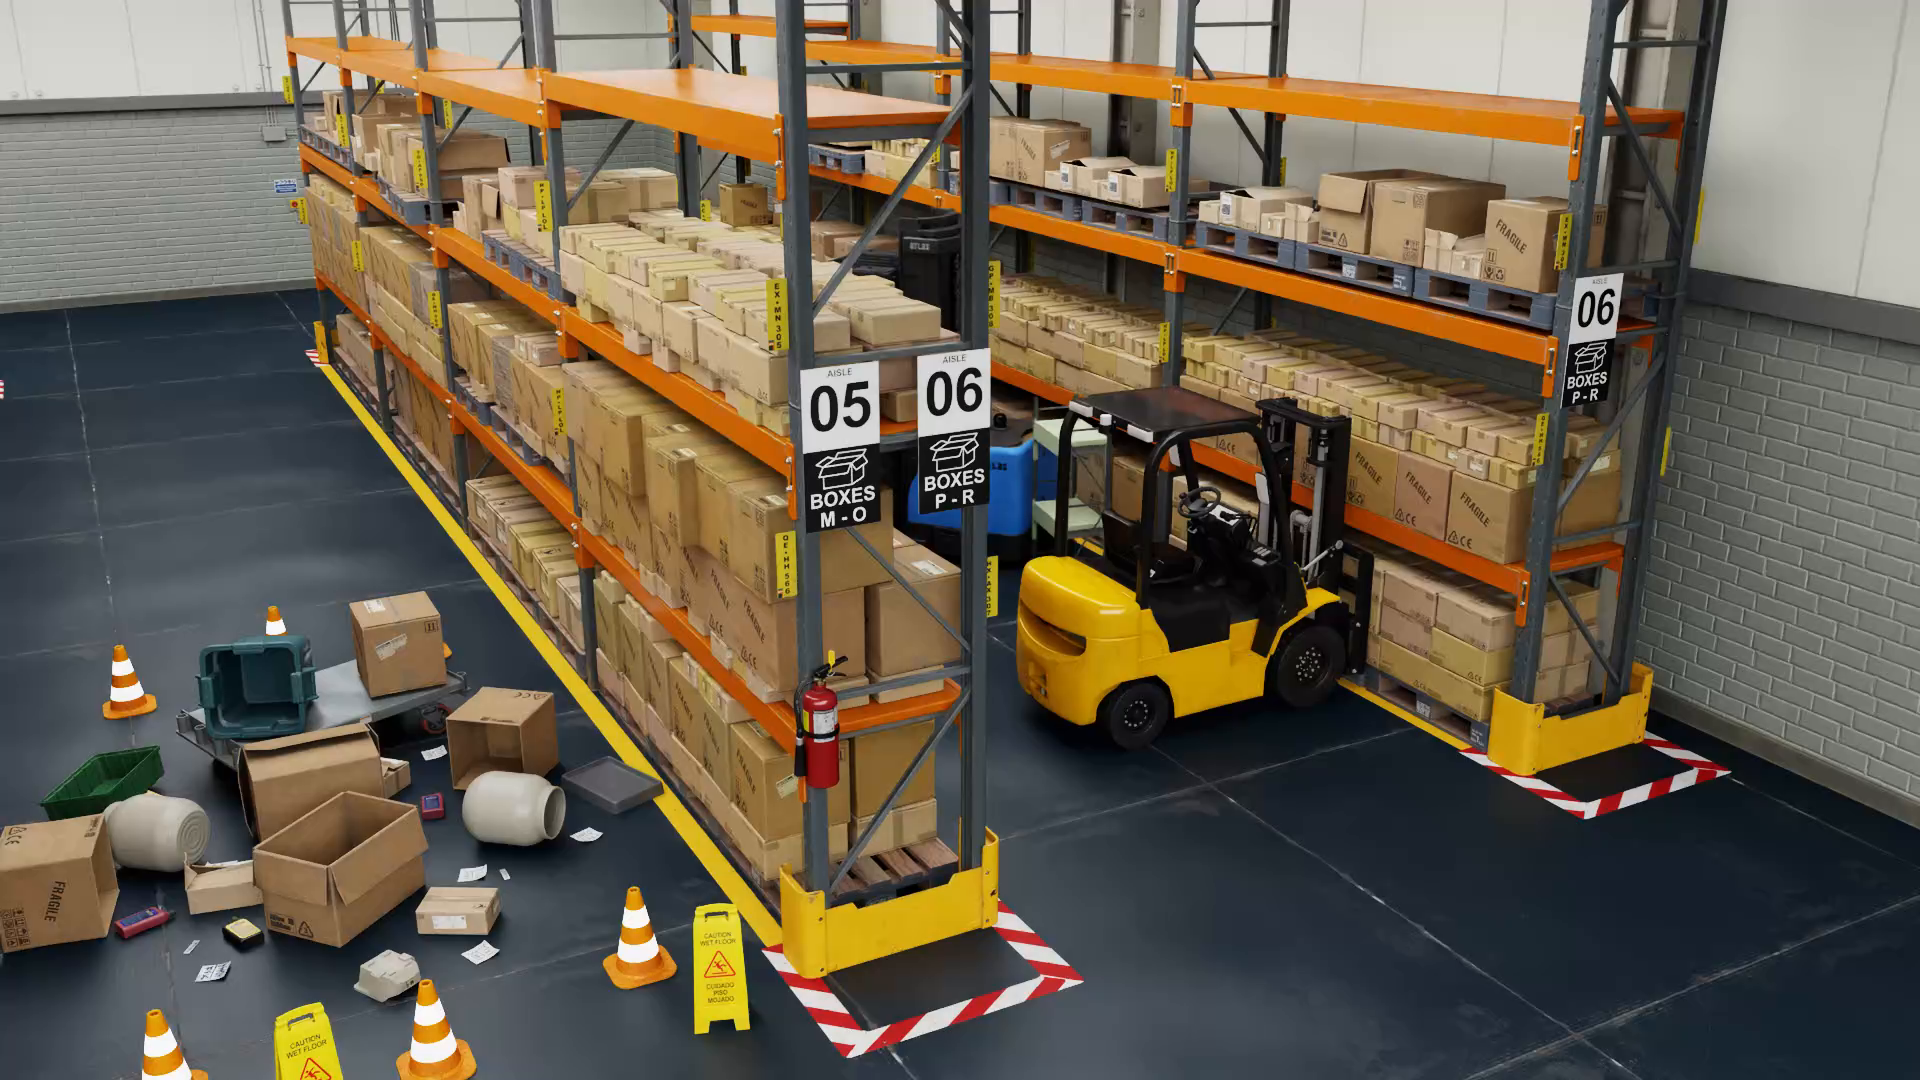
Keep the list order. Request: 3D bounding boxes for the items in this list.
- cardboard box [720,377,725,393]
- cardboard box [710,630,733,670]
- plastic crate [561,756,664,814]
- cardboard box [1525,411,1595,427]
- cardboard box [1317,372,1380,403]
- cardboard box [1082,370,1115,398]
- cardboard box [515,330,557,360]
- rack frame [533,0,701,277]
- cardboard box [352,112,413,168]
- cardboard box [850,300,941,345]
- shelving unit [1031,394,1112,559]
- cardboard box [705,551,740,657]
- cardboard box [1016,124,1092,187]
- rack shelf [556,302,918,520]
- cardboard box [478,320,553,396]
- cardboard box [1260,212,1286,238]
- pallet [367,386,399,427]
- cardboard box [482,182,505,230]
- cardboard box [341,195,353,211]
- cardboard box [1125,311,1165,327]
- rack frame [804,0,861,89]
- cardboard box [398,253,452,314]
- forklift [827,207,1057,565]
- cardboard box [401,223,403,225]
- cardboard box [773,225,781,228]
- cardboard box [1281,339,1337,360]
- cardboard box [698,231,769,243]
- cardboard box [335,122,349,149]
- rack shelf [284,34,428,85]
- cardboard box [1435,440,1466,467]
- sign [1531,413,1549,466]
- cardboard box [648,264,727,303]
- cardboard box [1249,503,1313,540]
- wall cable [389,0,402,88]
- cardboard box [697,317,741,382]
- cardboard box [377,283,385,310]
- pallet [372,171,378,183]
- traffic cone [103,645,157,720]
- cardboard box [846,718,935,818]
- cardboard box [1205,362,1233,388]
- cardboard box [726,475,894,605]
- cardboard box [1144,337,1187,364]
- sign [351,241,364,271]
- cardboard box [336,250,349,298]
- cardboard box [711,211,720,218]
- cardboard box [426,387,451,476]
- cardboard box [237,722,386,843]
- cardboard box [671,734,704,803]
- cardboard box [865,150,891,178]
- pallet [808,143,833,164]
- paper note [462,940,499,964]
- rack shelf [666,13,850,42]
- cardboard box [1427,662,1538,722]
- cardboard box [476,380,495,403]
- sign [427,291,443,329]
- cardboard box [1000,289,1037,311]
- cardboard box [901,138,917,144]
[{"bbox_3d":[-1.050,-0.855,8.797,0.380,0.149,0.250,-10,21,-26],"label":"cardboard box"},{"bbox_3d":[-1.165,0.577,9.245,0.380,0.149,0.250,-10,21,-26],"label":"cardboard box"},{"bbox_3d":[-2.205,1.544,10.534,0.583,0.080,0.402,16,25,39],"label":"plastic crate"},{"bbox_3d":[3.995,-0.745,11.089,0.380,0.149,0.250,-9,21,-25],"label":"cardboard box"},{"bbox_3d":[2.844,-1.114,12.159,0.380,0.149,0.250,-10,21,-26],"label":"cardboard box"},{"bbox_3d":[1.425,-1.360,14.705,0.500,0.250,0.500,-10,21,-27],"label":"cardboard box"},{"bbox_3d":[-3.136,-1.475,12.561,0.380,0.149,0.250,-11,22,-29],"label":"cardboard box"},{"bbox_3d":[-2.229,-3.250,10.753,1.000,3.000,0.127,-10,21,-27],"label":"rack frame"},{"bbox_3d":[-5.864,-4.076,16.950,0.500,0.500,0.500,-10,22,-28],"label":"cardboard box"},{"bbox_3d":[-0.319,-1.075,8.213,0.380,0.149,0.250,-10,21,-27],"label":"cardboard box"},{"bbox_3d":[0.929,-0.398,13.986,0.431,1.500,0.755,-6,20,-17],"label":"shelving unit"},{"bbox_3d":[-1.063,0.289,9.086,0.500,0.500,0.500,-10,21,-27],"label":"cardboard box"},{"bbox_3d":[0.851,-3.505,15.142,0.500,0.500,0.500,-9,21,-25],"label":"cardboard box"},{"bbox_3d":[-1.279,-0.918,9.696,1.077,0.370,4.000,-10,21,-27],"label":"rack shelf"},{"bbox_3d":[-3.606,-1.484,13.579,0.500,0.500,0.500,-10,21,-26],"label":"cardboard box"},{"bbox_3d":[2.449,-2.332,12.281,0.380,0.149,0.250,-9,21,-25],"label":"cardboard box"},{"bbox_3d":[-6.320,-1.623,19.510,1.003,0.211,1.213,-10,21,-27],"label":"pallet"},{"bbox_3d":[-3.379,-2.595,13.297,0.797,0.503,0.637,-10,21,-27],"label":"cardboard box"},{"bbox_3d":[-6.880,-3.878,19.090,0.380,0.149,0.250,-10,21,-27],"label":"cardboard box"},{"bbox_3d":[1.725,-1.974,15.106,0.380,0.149,0.250,-10,21,-27],"label":"cardboard box"},{"bbox_3d":[-1.661,-6.316,19.640,1.000,3.000,0.127,-10,21,-27],"label":"rack frame"},{"bbox_3d":[-5.085,-2.479,16.032,0.500,0.500,0.500,-10,21,-27],"label":"cardboard box"},{"bbox_3d":[-0.675,-1.467,14.890,3.031,2.935,1.130,8,21,22],"label":"forklift"},{"bbox_3d":[-6.041,-3.404,18.713,0.500,0.500,0.500,-10,21,-26],"label":"cardboard box"},{"bbox_3d":[-2.146,-4.025,21.972,0.500,0.250,0.500,-9,21,-25],"label":"cardboard box"},{"bbox_3d":[2.776,-1.481,13.221,0.380,0.149,0.250,-10,22,-27],"label":"cardboard box"},{"bbox_3d":[-1.412,-1.827,10.392,0.380,0.149,0.250,-9,21,-25],"label":"cardboard box"},{"bbox_3d":[-6.613,-4.444,18.223,0.396,0.266,0.258,-9,21,-25],"label":"cardboard box"},{"bbox_3d":[-6.977,-5.591,19.255,1.077,0.370,4.000,-10,21,-27],"label":"rack shelf"},{"bbox_3d":[3.409,-0.598,11.119,0.380,0.149,0.250,-10,21,-26],"label":"cardboard box"},{"bbox_3d":[3.553,-0.615,10.176,0.100,0.325,0.005,-10,21,-27],"label":"sign"},{"bbox_3d":[-1.507,-1.428,9.235,0.380,0.149,0.250,-9,21,-25],"label":"cardboard box"},{"bbox_3d":[2.572,-0.078,12.798,0.500,0.250,0.500,-9,21,-25],"label":"cardboard box"},{"bbox_3d":[-7.743,-8.838,26.891,2.988,3.039,0.133,-10,21,-27],"label":"wall cable"},{"bbox_3d":[-1.035,-1.005,8.621,0.500,0.250,0.500,-10,22,-27],"label":"cardboard box"},{"bbox_3d":[-5.794,-2.560,17.417,0.500,0.250,0.500,-10,21,-26],"label":"cardboard box"},{"bbox_3d":[-5.549,-3.782,17.189,0.805,0.209,1.217,-11,22,-29],"label":"pallet"},{"bbox_3d":[-5.845,0.962,11.633,0.336,0.463,0.334,-10,21,-27],"label":"traffic cone"},{"bbox_3d":[-0.481,1.200,9.477,0.500,0.500,0.500,-11,22,-28],"label":"cardboard box"},{"bbox_3d":[2.182,-1.331,13.243,0.380,0.149,0.250,-9,21,-25],"label":"cardboard box"},{"bbox_3d":[-0.764,-0.039,8.503,0.700,0.500,0.500,-11,22,-28],"label":"cardboard box"},{"bbox_3d":[1.780,-1.601,14.026,0.380,0.149,0.250,-9,21,-25],"label":"cardboard box"},{"bbox_3d":[-6.515,-3.071,17.983,0.100,0.325,0.005,-10,21,-27],"label":"sign"},{"bbox_3d":[-6.974,-3.140,19.479,0.500,0.500,0.500,-10,22,-27],"label":"cardboard box"},{"bbox_3d":[-3.342,-4.382,23.005,0.500,0.250,0.500,-10,21,-26],"label":"cardboard box"},{"bbox_3d":[-4.803,-1.224,16.694,0.875,0.875,0.875,-10,21,-26],"label":"cardboard box"},{"bbox_3d":[-3.843,1.471,9.888,0.797,0.637,0.503,-10,21,-27],"label":"cardboard box"},{"bbox_3d":[-1.442,1.346,10.203,0.500,0.250,0.500,-11,22,-29],"label":"cardboard box"},{"bbox_3d":[-0.696,-4.077,17.978,0.500,0.250,0.500,-10,21,-27],"label":"cardboard box"},{"bbox_3d":[-1.413,-4.611,19.586,1.213,0.211,1.003,-10,21,-27],"label":"pallet"},{"bbox_3d":[-2.530,2.175,8.781,0.142,0.019,0.148,16,25,39],"label":"paper note"},{"bbox_3d":[-2.611,-6.549,21.422,1.077,0.370,4.000,-10,21,-27],"label":"rack shelf"},{"bbox_3d":[3.536,0.980,11.265,0.500,0.250,0.500,-10,21,-26],"label":"cardboard box"},{"bbox_3d":[-3.831,-1.265,13.942,0.380,0.149,0.250,-10,21,-26],"label":"cardboard box"},{"bbox_3d":[-4.615,-2.022,14.619,0.100,0.325,0.005,-10,21,-27],"label":"sign"},{"bbox_3d":[0.538,-2.329,16.136,0.380,0.149,0.250,-10,21,-26],"label":"cardboard box"},{"bbox_3d":[-0.388,-4.221,17.330,0.380,0.149,0.250,-11,22,-28],"label":"cardboard box"}]
